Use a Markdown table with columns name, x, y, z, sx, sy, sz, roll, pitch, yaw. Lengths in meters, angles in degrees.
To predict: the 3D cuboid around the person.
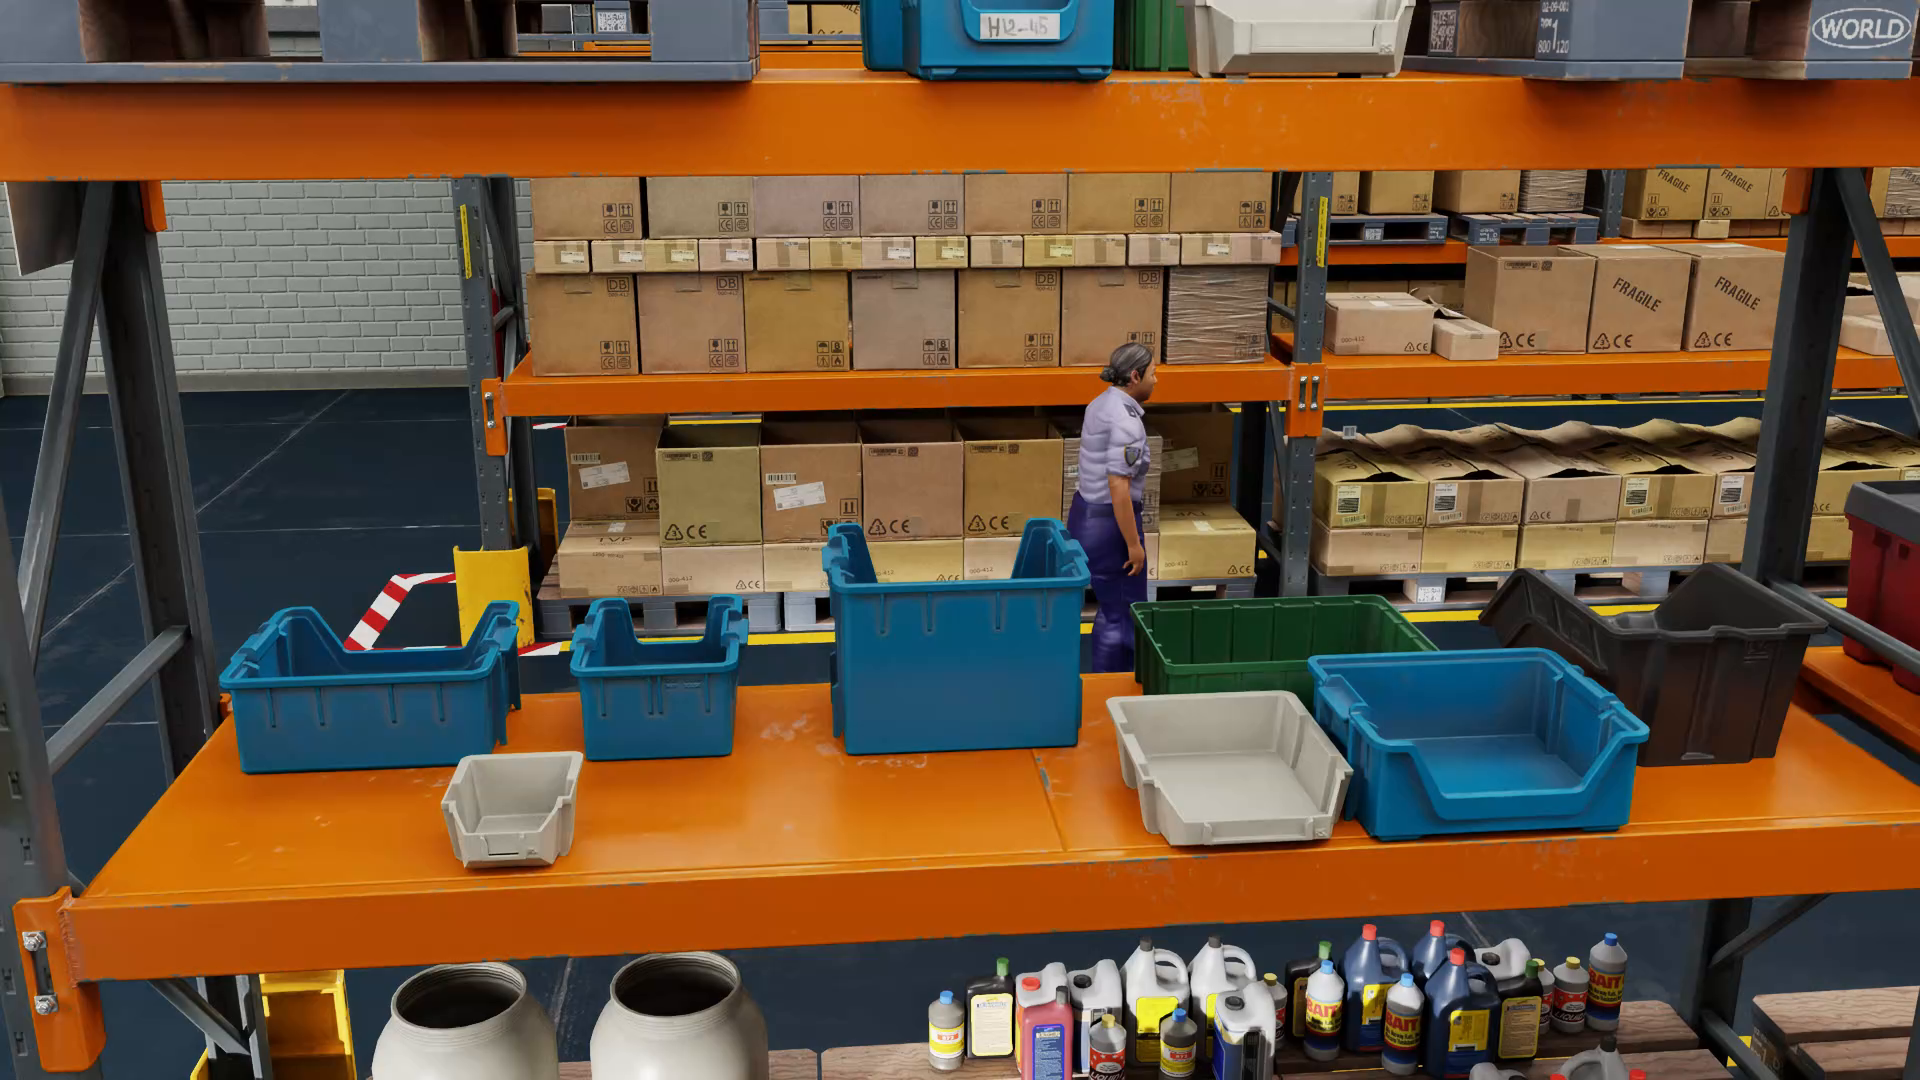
| name | x | y | z | sx | sy | sz | roll | pitch | yaw |
| --- | --- | --- | --- | --- | --- | --- | --- | --- | --- |
| person | 0.685 | -0.012 | 7.120 | 0.421 | 1.637 | 0.538 | -2 | 17 | -7 |
